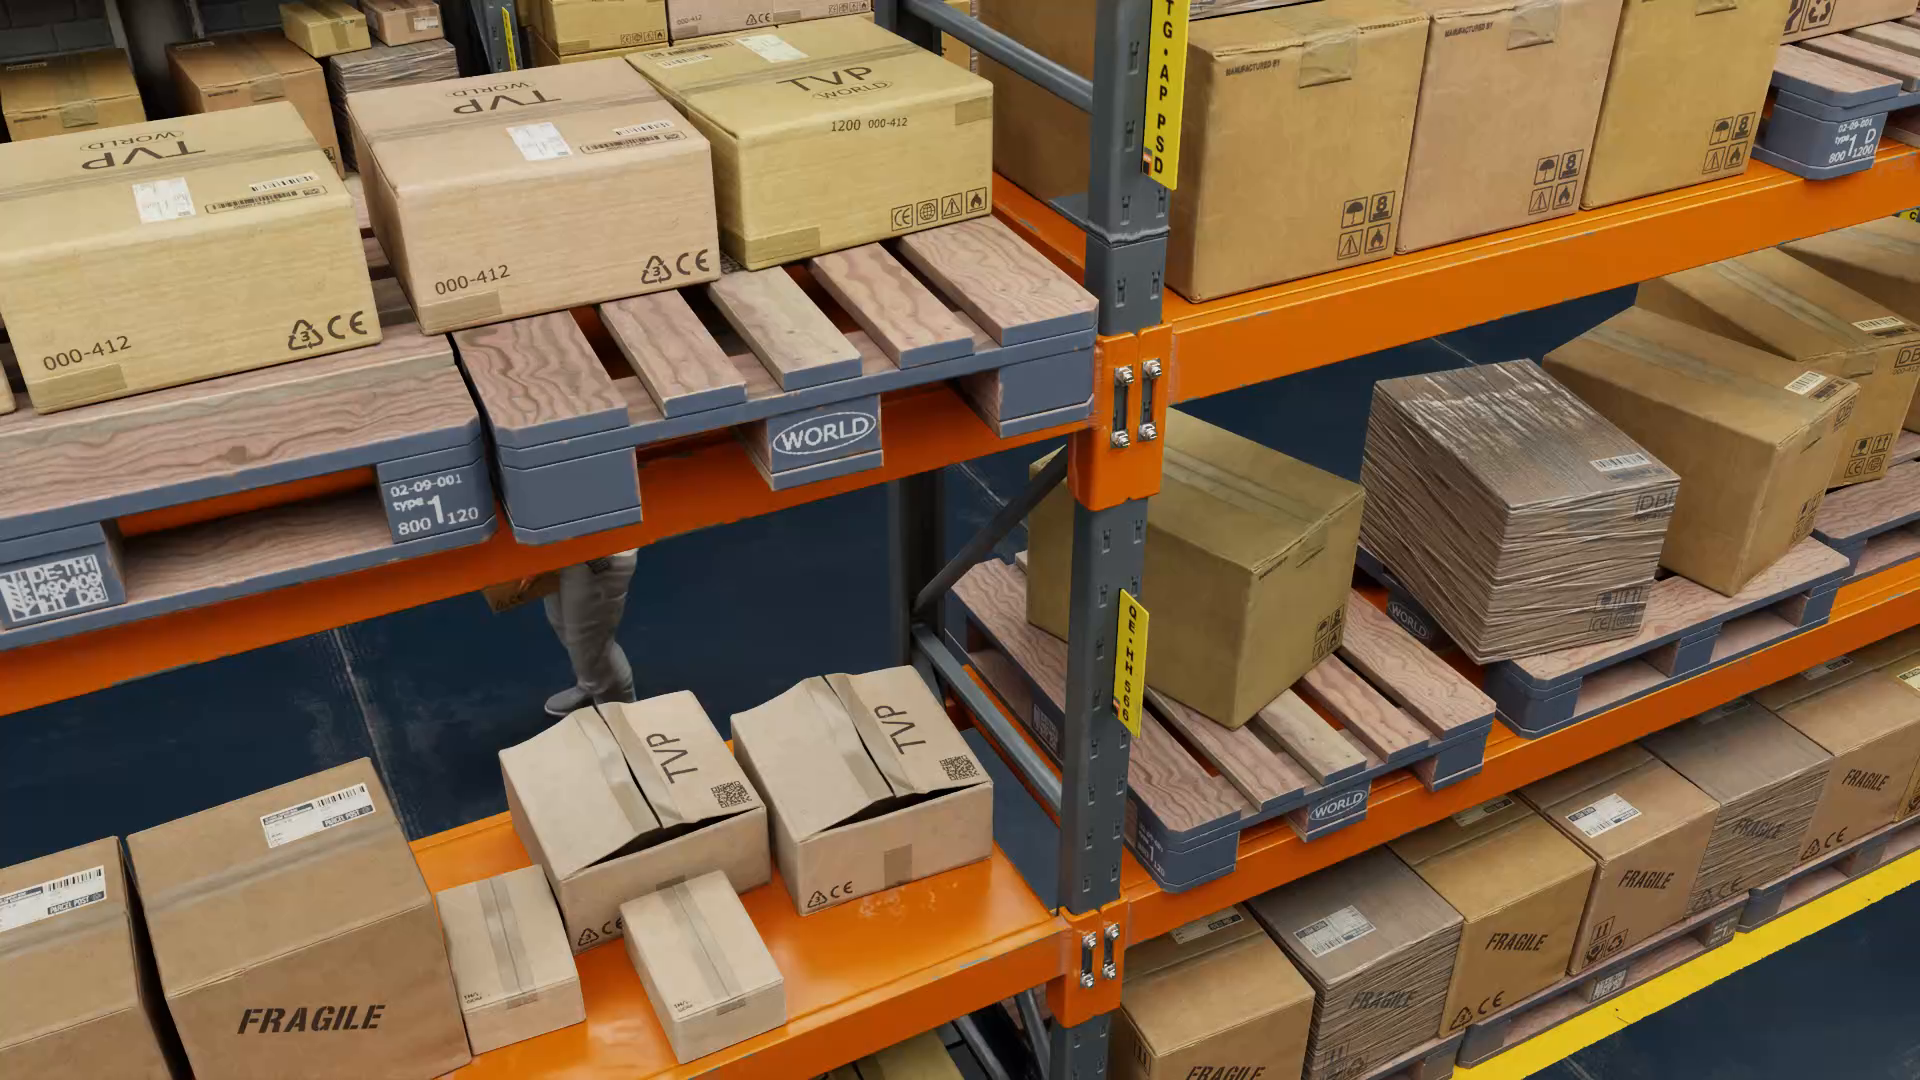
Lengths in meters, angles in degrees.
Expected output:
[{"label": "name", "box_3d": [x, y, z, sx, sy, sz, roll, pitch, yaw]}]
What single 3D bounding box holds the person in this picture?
[{"label": "person", "box_3d": [-1.423, 0.041, 6.067, 0.490, 1.671, 0.493, -16, 37, -23]}]
